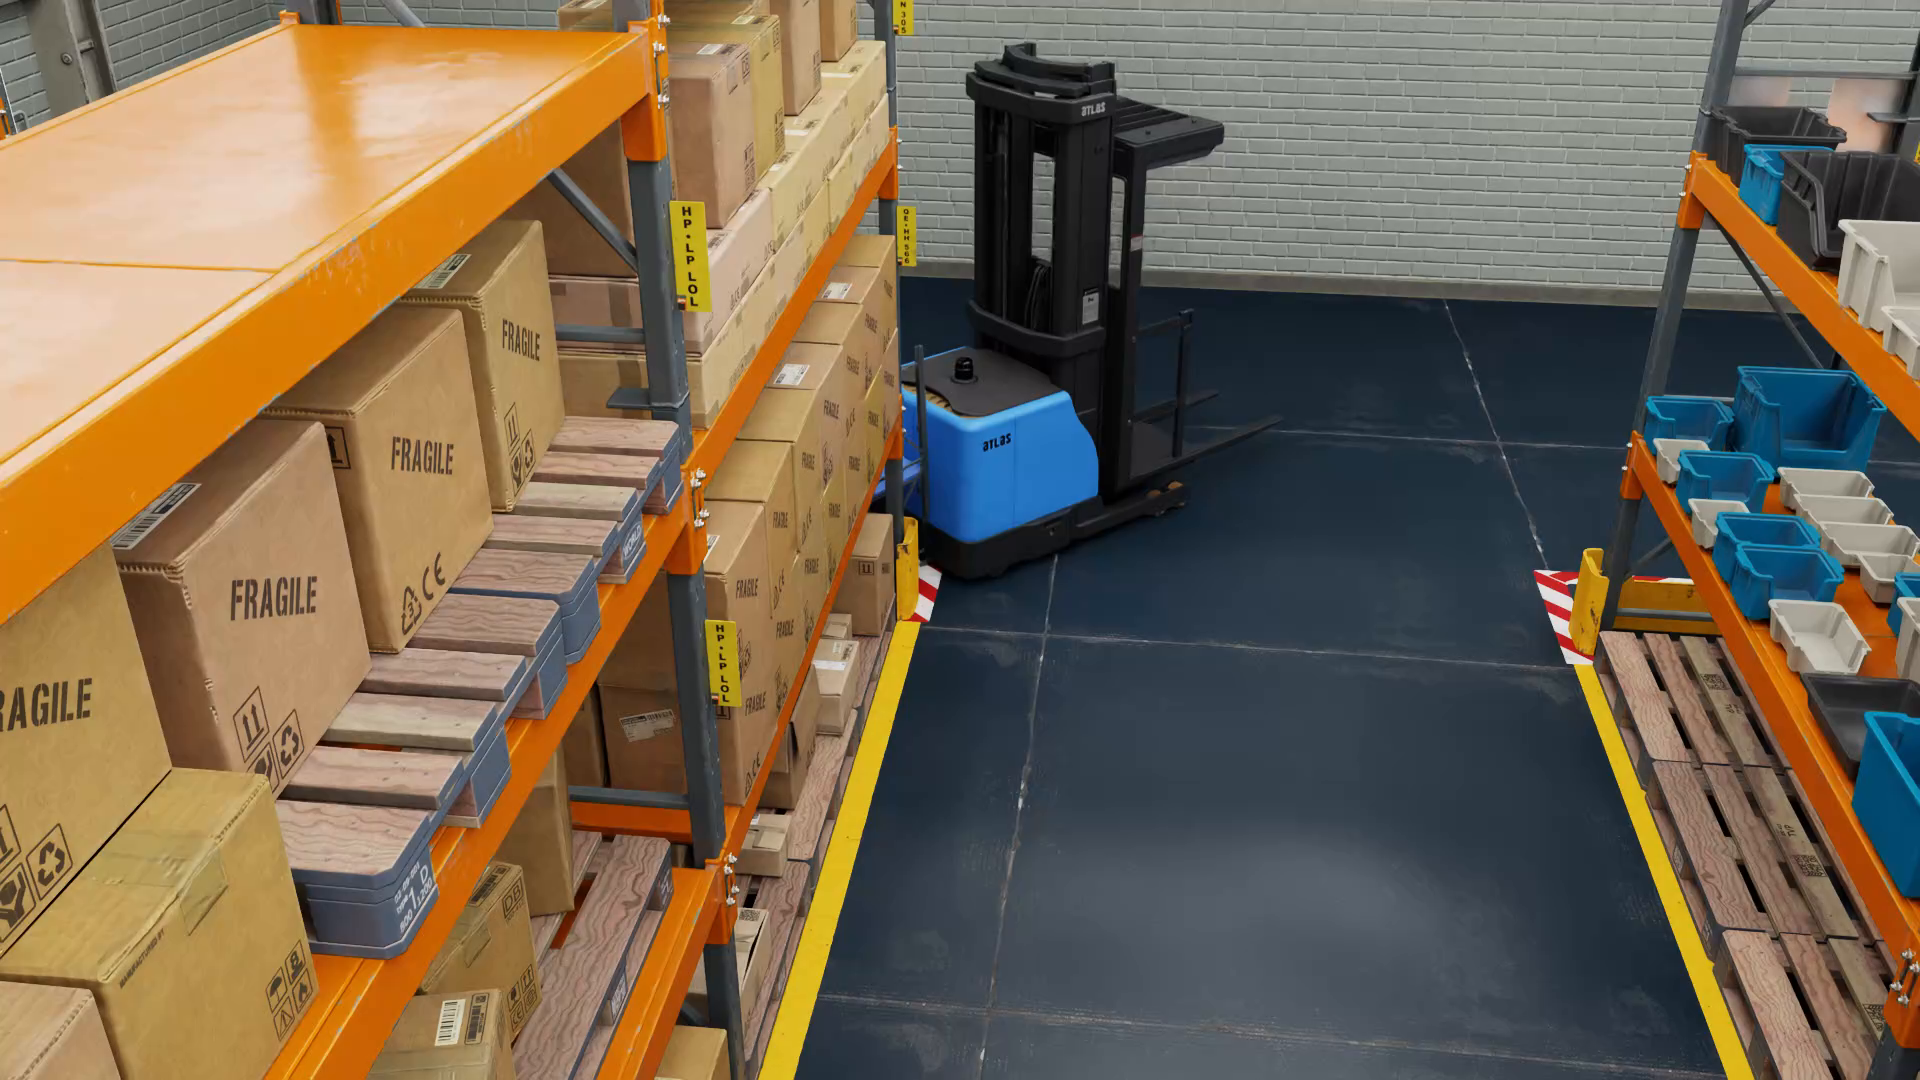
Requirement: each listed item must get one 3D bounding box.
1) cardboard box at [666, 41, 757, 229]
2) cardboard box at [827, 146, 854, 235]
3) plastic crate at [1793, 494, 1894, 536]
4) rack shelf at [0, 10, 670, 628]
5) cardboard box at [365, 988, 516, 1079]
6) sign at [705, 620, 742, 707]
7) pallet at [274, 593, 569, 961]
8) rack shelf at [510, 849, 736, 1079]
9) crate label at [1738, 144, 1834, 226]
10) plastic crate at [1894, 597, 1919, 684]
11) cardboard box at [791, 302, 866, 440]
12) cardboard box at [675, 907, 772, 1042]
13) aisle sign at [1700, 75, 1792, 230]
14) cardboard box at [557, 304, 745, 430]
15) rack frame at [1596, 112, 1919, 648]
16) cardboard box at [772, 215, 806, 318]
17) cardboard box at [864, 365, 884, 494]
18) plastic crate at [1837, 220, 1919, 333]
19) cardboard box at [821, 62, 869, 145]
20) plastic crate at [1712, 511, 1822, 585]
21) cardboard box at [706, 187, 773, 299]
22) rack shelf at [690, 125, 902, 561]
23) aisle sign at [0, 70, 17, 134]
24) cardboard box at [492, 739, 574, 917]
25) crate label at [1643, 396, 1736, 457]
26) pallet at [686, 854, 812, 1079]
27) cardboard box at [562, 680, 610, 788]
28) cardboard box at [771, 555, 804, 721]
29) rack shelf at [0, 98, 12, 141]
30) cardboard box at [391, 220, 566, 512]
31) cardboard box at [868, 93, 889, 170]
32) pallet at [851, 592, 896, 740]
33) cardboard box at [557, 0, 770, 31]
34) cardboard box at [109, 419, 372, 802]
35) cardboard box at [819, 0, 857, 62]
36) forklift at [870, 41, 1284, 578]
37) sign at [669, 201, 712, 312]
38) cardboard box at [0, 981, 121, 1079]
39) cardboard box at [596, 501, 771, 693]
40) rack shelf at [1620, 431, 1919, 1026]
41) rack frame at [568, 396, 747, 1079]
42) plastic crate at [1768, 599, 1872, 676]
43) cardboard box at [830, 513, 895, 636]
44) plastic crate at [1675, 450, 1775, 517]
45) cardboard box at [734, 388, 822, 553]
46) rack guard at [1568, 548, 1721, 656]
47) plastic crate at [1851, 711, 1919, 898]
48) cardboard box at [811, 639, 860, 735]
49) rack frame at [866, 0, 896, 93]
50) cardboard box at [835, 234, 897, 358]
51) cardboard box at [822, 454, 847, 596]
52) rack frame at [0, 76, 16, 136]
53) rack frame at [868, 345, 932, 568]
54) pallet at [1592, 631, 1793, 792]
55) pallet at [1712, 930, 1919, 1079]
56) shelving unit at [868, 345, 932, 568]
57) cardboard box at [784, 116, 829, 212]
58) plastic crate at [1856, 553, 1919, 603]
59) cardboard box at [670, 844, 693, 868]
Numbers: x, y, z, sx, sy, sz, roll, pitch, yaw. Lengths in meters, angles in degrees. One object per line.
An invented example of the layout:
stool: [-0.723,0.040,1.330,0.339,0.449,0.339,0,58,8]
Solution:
cardboard box: [-1.097,-1.381,5.620,0.700,0.500,0.500,3,28,6]
cardboard box: [-0.752,-1.527,7.209,0.500,0.250,0.500,3,28,6]
plastic crate: [4.115,-0.091,7.763,0.396,0.136,0.243,3,28,6]
rack shelf: [-1.566,-0.324,2.837,1.077,0.370,4.000,3,28,6]
cardboard box: [-1.476,1.489,4.068,0.700,0.500,0.500,-4,29,-7]
sign: [-0.769,0.403,5.410,0.100,0.325,0.005,3,28,6]
pallet: [-1.594,0.436,3.606,1.213,0.211,1.003,3,28,6]
rack shelf: [-1.566,2.141,4.165,1.077,0.370,4.000,3,28,6]
crate label: [3.651,-1.550,7.251,0.408,0.251,0.502,3,28,6]
plastic crate: [3.965,0.490,6.532,0.437,0.282,0.530,3,28,6]
cardboard box: [-0.732,-0.777,7.662,0.500,0.500,0.500,4,29,8]
cardboard box: [-1.055,1.687,6.618,0.500,0.311,0.500,3,28,6]
aisle sign: [3.799,-1.906,8.177,0.394,0.787,0.004,3,28,6]
cardboard box: [-1.015,-0.587,5.464,0.500,0.250,0.500,3,28,6]
rack frame: [4.085,-0.711,8.699,1.000,3.000,0.127,3,28,6]
cardboard box: [-0.888,-1.057,6.337,0.500,0.250,0.500,3,28,6]
cardboard box: [-0.675,-0.573,8.338,0.500,0.500,0.500,4,29,7]
plastic crate: [3.507,-0.954,6.112,0.437,0.282,0.530,3,28,6]
cardboard box: [-0.701,-1.983,7.529,0.500,0.250,0.500,3,28,6]
plastic crate: [3.567,0.053,7.394,0.416,0.233,0.300,3,28,6]
cardboard box: [-0.955,-1.042,5.782,0.500,0.250,0.500,3,28,6]
rack shelf: [-1.076,-1.063,6.948,1.077,0.370,4.000,3,28,6]
aisle sign: [-5.441,-2.447,9.181,0.394,0.787,0.004,3,28,6]
cardboard box: [-1.601,0.864,5.228,0.700,0.500,0.500,-6,29,-11]
crate label: [3.728,-0.566,8.544,0.416,0.233,0.303,3,28,6]
pallet: [-1.236,1.787,7.003,1.003,0.211,1.213,3,28,6]
cardboard box: [-1.514,0.588,6.182,0.500,0.500,0.500,4,29,7]
cardboard box: [-0.928,0.373,6.581,0.500,0.500,0.500,4,29,7]
rack shelf: [-5.992,-1.349,7.479,1.077,0.370,4.000,3,28,6]
cardboard box: [-1.455,-0.478,4.451,0.600,0.600,0.600,1,28,1]
cardboard box: [-0.632,-1.998,8.083,0.500,0.250,0.500,3,28,6]
pallet: [-0.937,0.638,9.135,1.003,0.211,1.213,3,28,6]
cardboard box: [-1.131,-1.860,6.511,0.700,0.500,0.500,3,28,6]
cardboard box: [-1.616,0.150,3.285,0.600,0.600,0.600,2,28,4]
cardboard box: [-0.877,-2.562,7.814,0.700,0.500,0.500,3,28,6]
forklift: [0.891,-1.620,10.459,3.031,2.935,1.130,-21,35,-34]
sign: [-0.769,-0.809,4.757,0.100,0.325,0.005,3,28,6]
cardboard box: [-1.728,0.953,2.342,0.910,0.500,0.500,3,28,6]
cardboard box: [-0.984,0.193,5.862,0.500,0.500,0.500,4,29,8]
rack shelf: [3.840,0.547,7.122,1.077,0.370,4.000,3,28,6]
rack frame: [-1.321,0.882,5.742,1.000,3.000,0.127,3,28,6]
plastic crate: [3.510,0.425,6.806,0.293,0.136,0.466,3,28,6]
cardboard box: [-0.653,0.177,9.223,0.500,0.500,0.500,3,28,6]
plastic crate: [3.647,-0.257,7.969,0.416,0.233,0.300,3,28,6]
cardboard box: [-0.857,-0.292,6.762,0.500,0.500,0.500,3,28,5]
rack guard: [4.075,0.378,9.314,1.175,0.500,0.348,3,28,6]
plastic crate: [3.314,0.913,5.638,0.392,0.384,0.575,3,28,6]
cardboard box: [-0.799,0.732,8.456,0.500,0.250,0.500,3,28,6]
rack frame: [-0.831,-3.642,7.814,1.000,3.000,0.127,3,28,6]
cardboard box: [-0.612,-1.259,8.557,0.500,0.500,0.500,3,28,6]
cardboard box: [-0.804,-0.102,7.463,0.500,0.500,0.500,3,28,5]
rack frame: [-5.747,-1.287,9.768,1.000,3.000,0.127,3,28,6]
rack frame: [-0.381,-0.390,9.712,0.500,1.500,0.032,-29,43,-32]
pallet: [3.945,0.903,8.644,1.003,0.211,1.213,3,28,6]
pallet: [3.647,2.051,6.512,1.003,0.211,1.213,3,28,6]
shelving unit: [-0.722,-0.599,10.025,0.538,1.500,1.048,-29,43,-32]
cardboard box: [-0.821,-1.512,6.655,0.500,0.250,0.500,3,28,6]
plastic crate: [4.087,0.182,7.257,0.298,0.136,0.250,3,28,6]
cardboard box: [-1.440,1.235,7.459,0.500,0.311,0.500,3,28,6]
